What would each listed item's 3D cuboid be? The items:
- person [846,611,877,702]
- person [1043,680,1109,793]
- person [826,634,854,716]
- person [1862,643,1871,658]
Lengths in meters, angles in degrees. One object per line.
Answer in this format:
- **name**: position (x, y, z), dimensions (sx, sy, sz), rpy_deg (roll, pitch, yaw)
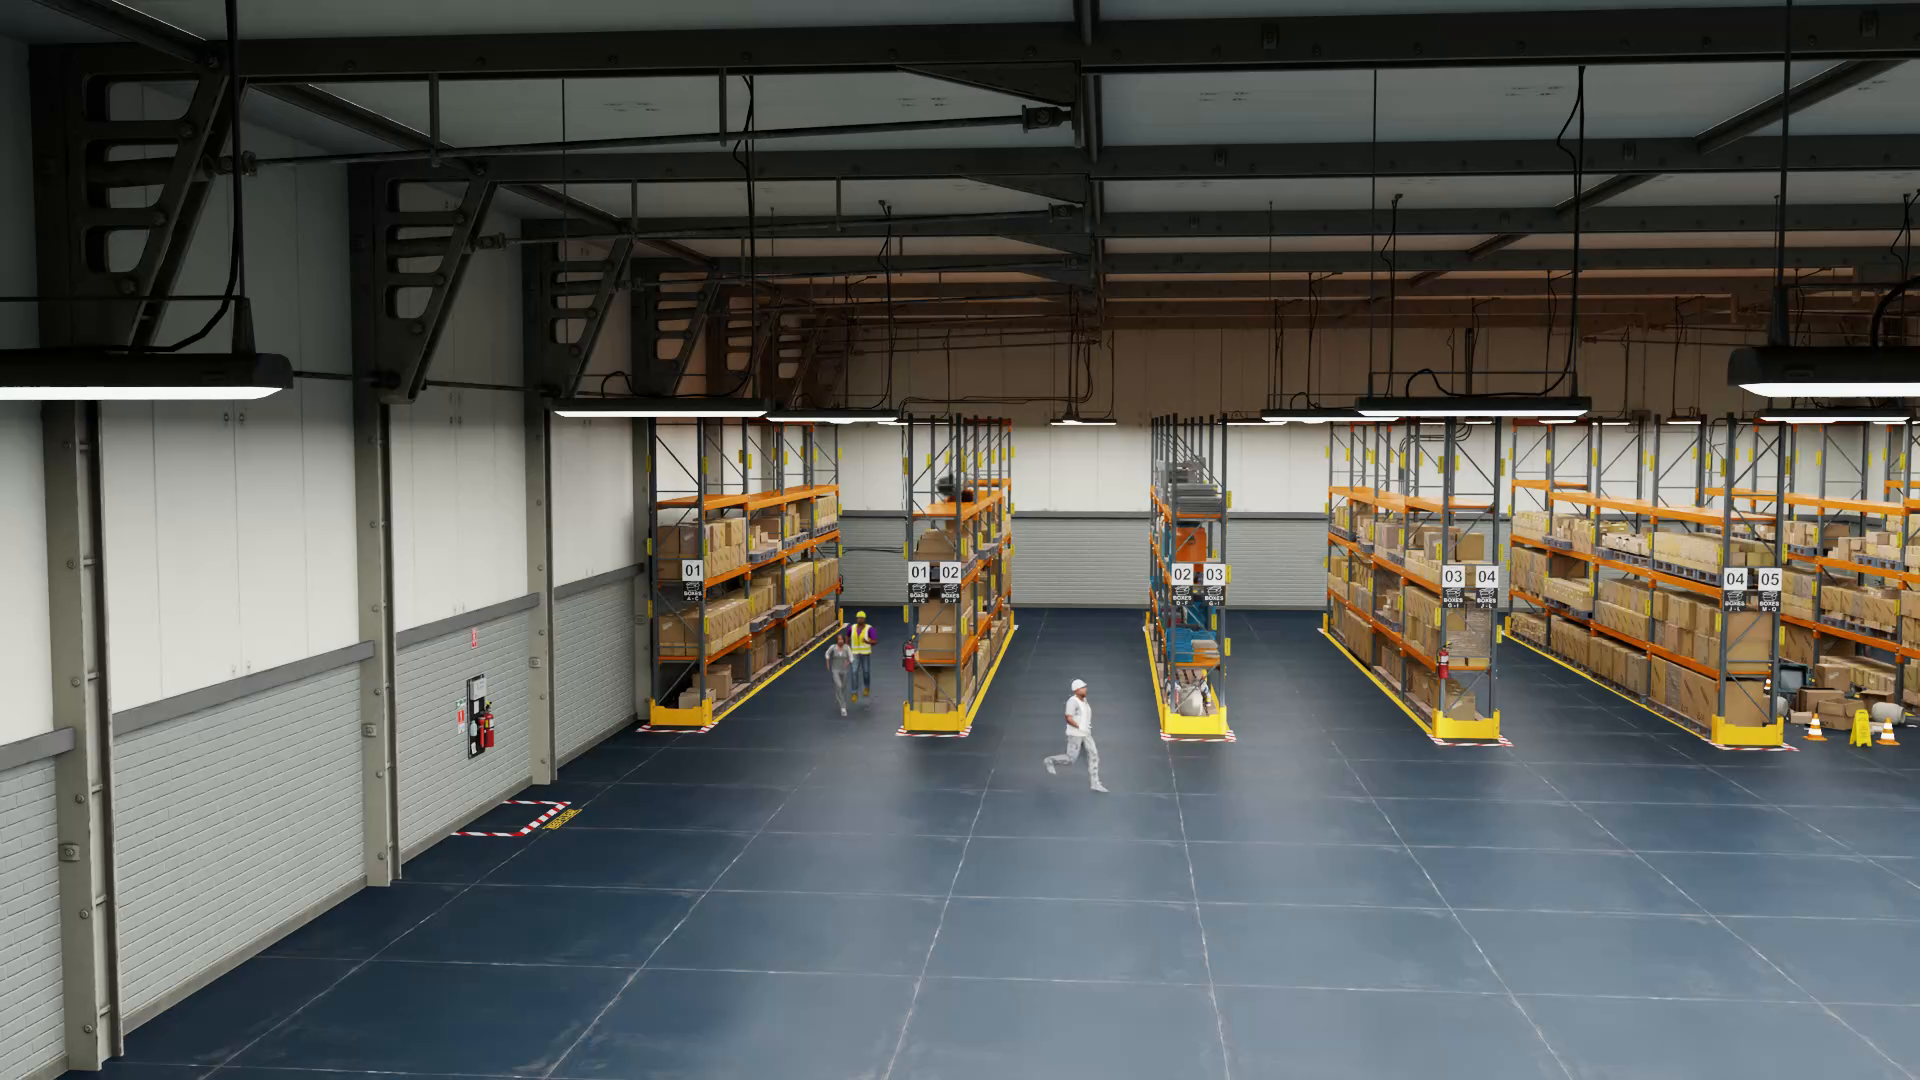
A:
- **person**: position (-2.020, 2.339, 33.837), dimensions (0.692, 1.780, 0.909), rpy_deg (0, 4, 4)
- **person**: position (1.841, 3.091, 26.319), dimensions (1.095, 1.771, 0.654), rpy_deg (2, 5, 32)
- **person**: position (-2.410, 2.670, 33.460), dimensions (0.557, 1.598, 0.929), rpy_deg (-1, 4, -10)
- **person**: position (21.718, 2.199, 40.103), dimensions (0.642, 1.657, 0.722), rpy_deg (0, 4, 1)
